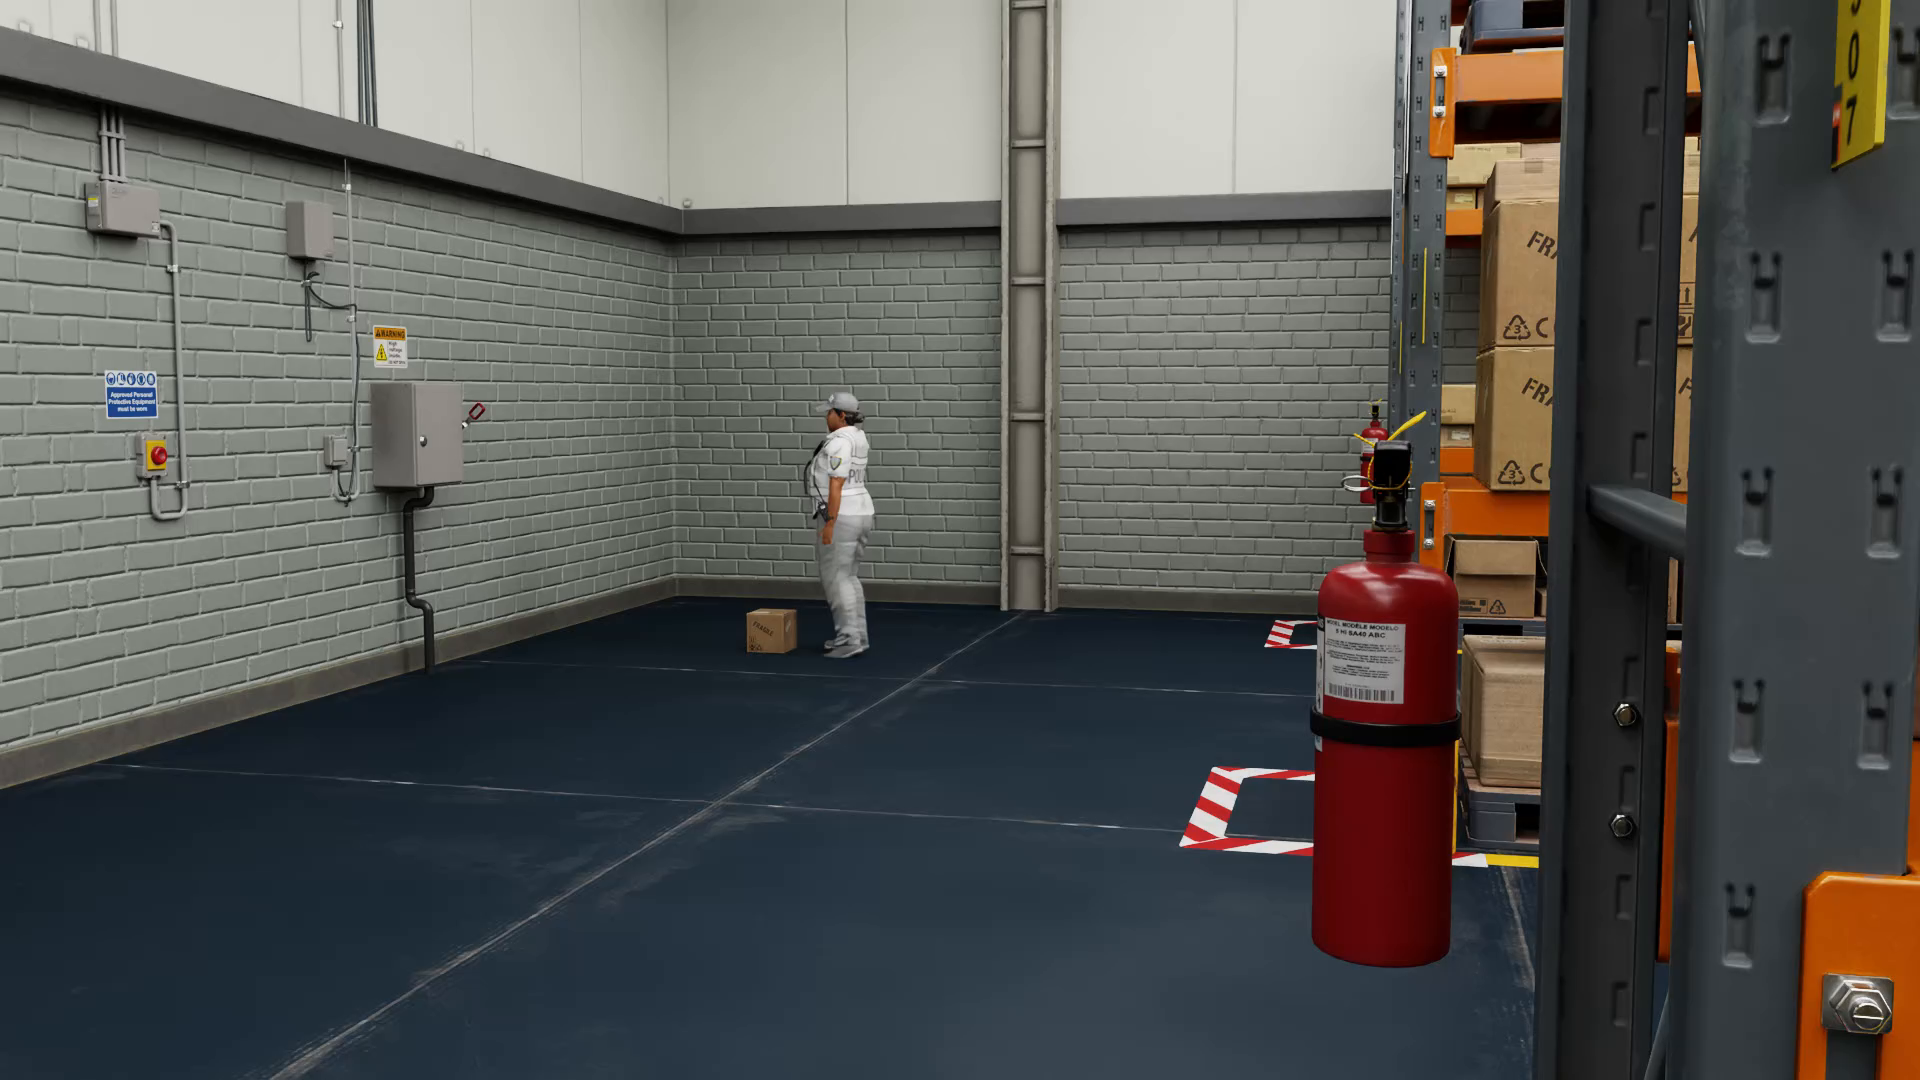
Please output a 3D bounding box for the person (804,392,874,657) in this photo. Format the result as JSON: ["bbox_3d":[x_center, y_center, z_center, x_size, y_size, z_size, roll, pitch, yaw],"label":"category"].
[{"bbox_3d":[-0.756,-0.086,10.513,0.389,1.696,0.466,1,5,15],"label":"person"}]
